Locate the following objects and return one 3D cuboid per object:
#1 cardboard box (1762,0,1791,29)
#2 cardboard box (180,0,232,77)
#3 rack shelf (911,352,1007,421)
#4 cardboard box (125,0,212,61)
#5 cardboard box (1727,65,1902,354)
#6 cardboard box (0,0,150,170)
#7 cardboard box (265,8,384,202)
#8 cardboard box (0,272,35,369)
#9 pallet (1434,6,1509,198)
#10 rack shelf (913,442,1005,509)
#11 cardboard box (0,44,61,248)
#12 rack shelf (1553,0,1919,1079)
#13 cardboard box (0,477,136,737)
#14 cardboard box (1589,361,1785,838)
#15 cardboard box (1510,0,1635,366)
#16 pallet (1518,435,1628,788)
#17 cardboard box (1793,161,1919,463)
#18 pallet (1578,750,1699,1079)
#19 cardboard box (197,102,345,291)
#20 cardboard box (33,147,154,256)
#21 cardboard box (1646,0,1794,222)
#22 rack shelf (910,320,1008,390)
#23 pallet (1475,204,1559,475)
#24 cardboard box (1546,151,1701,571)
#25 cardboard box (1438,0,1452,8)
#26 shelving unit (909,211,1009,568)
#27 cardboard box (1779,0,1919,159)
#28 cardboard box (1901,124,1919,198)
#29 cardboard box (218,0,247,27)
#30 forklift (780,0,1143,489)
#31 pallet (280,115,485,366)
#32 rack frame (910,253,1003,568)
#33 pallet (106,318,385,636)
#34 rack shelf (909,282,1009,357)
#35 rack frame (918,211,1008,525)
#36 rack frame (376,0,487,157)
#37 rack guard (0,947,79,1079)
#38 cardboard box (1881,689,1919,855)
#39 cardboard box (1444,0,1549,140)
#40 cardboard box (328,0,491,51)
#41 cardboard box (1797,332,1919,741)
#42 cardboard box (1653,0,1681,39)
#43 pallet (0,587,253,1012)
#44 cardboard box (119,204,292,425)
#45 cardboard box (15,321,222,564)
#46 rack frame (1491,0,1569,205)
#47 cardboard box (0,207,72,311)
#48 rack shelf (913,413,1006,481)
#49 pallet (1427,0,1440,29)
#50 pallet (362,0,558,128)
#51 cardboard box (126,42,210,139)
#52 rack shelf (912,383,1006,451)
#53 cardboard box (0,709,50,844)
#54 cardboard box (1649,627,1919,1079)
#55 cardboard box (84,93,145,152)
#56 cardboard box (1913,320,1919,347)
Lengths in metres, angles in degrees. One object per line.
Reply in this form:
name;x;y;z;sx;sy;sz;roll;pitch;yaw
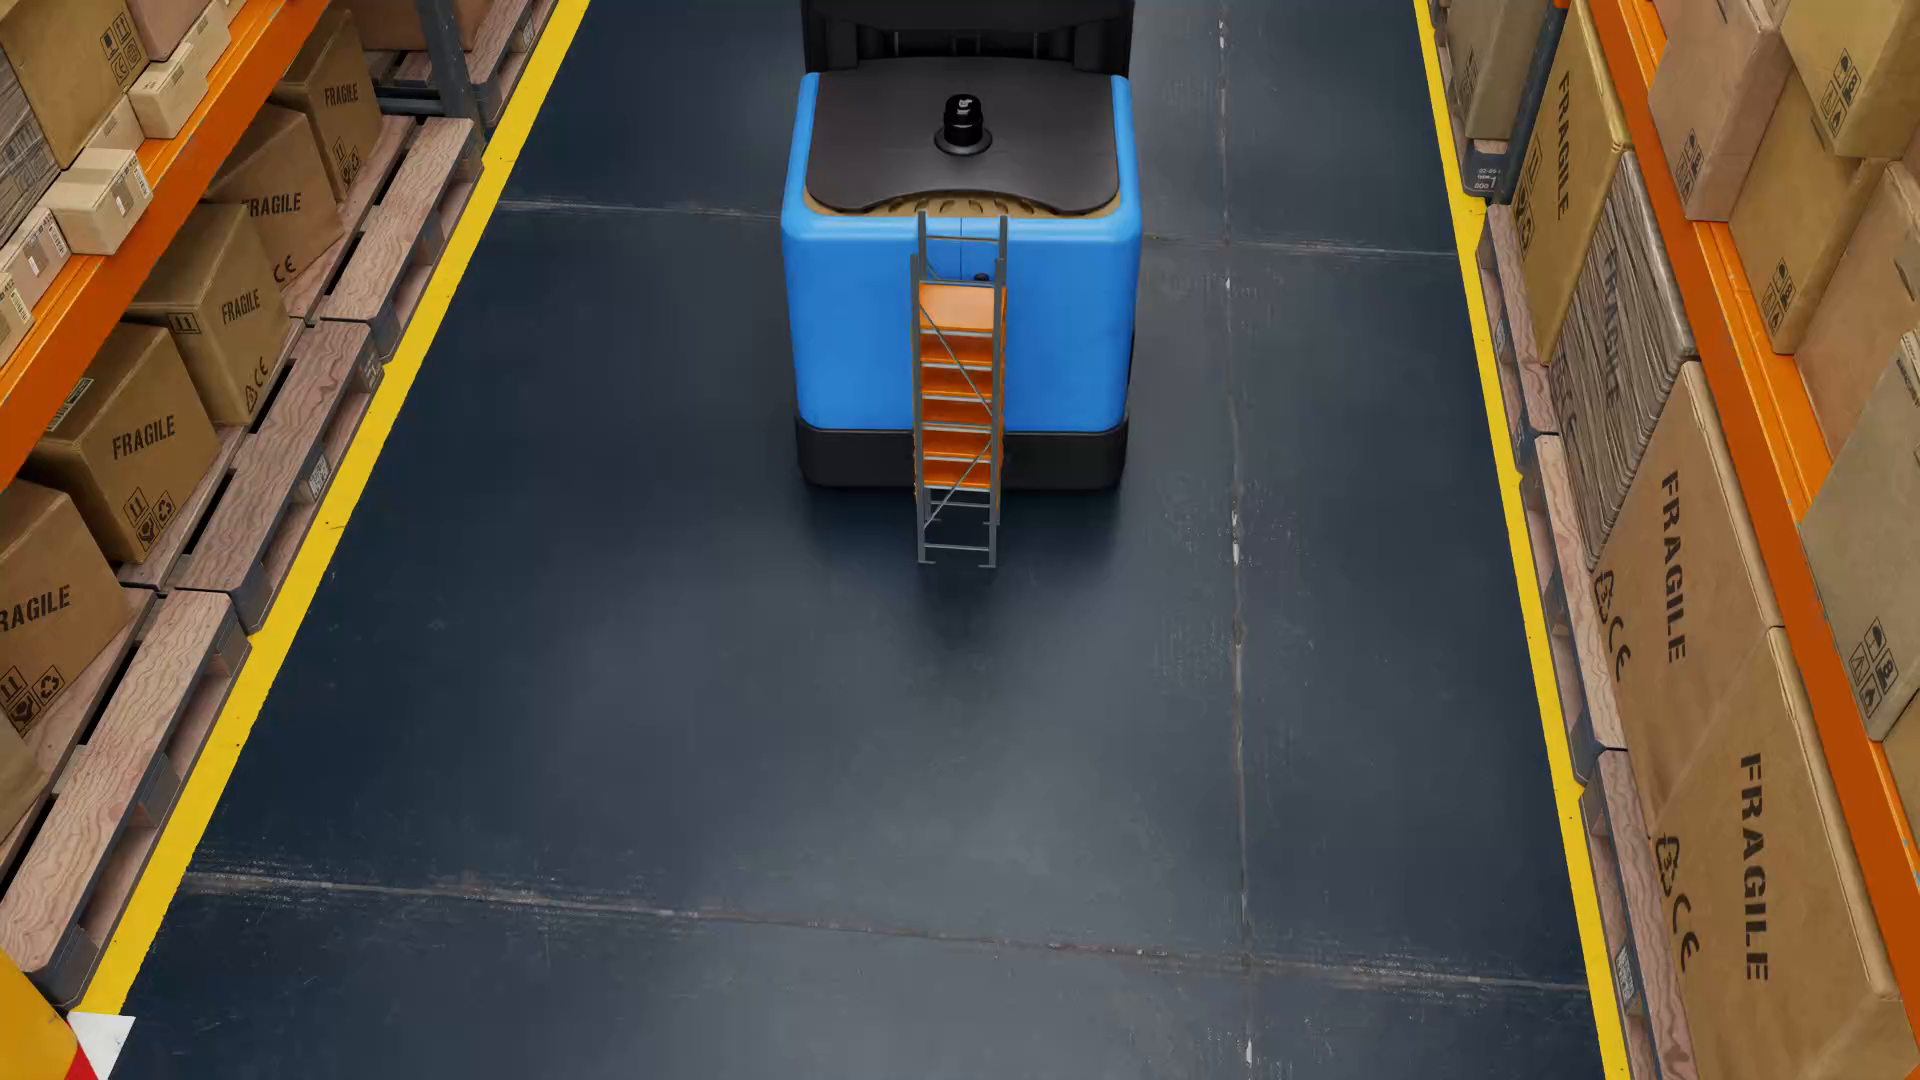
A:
cardboard box;2.331;-1.531;3.784;0.875;0.550;0.550;4;48;4
cardboard box;-2.301;-1.414;4.681;0.380;0.149;0.250;4;48;4
rack shelf;-0.001;-0.445;4.742;0.258;0.103;0.180;4;48;4
cardboard box;-2.539;-1.660;4.466;0.875;0.500;0.500;4;48;4
cardboard box;2.355;-0.772;3.821;0.875;0.550;0.500;4;48;4
cardboard box;-2.626;-1.295;4.133;0.875;0.500;0.500;4;48;4
cardboard box;-2.487;-1.599;6.089;0.500;0.500;0.500;3;48;2
cardboard box;-2.400;-0.494;3.840;0.380;0.149;0.250;4;48;4
pallet;2.515;-1.815;6.767;1.003;0.211;1.213;4;48;4
rack shelf;-0.001;-0.202;5.007;0.258;0.103;0.180;4;48;4
cardboard box;-2.683;-0.929;3.797;0.875;0.500;0.500;4;48;4
rack shelf;2.337;-0.471;4.136;1.077;0.370;4.000;4;48;4
cardboard box;-2.681;0.150;4.489;0.500;0.500;0.500;15;49;14
cardboard box;2.229;0.181;4.207;0.875;0.875;0.875;3;48;3
cardboard box;2.393;-1.151;5.425;0.875;0.875;0.875;5;48;4
pallet;2.264;0.210;4.915;1.003;0.211;1.213;4;48;4
cardboard box;2.348;-0.380;3.463;0.875;0.550;0.550;4;48;4
pallet;2.150;1.104;4.097;1.003;0.211;1.213;4;48;4
cardboard box;-2.531;-1.177;5.703;0.500;0.500;0.500;18;50;16
cardboard box;-2.278;-0.857;4.171;0.380;0.149;0.250;4;48;4
cardboard box;2.304;-1.168;4.184;0.875;0.550;0.550;4;48;4
rack shelf;-0.001;-0.526;4.653;0.258;0.103;0.180;4;48;4
pallet;2.373;-0.689;5.737;1.003;0.211;1.213;4;48;4
cardboard box;2.314;-0.488;4.819;0.875;0.875;0.875;4;48;4
cardboard box;2.578;-2.737;6.961;1.050;0.750;0.750;4;48;4
shelving unit;-0.001;-0.394;4.798;0.258;1.200;0.189;4;48;4
cardboard box;2.291;-1.141;3.427;0.875;0.550;0.500;4;48;4
cardboard box;2.372;-0.742;3.063;0.875;0.550;0.550;4;48;4
cardboard box;-2.318;-1.600;4.851;0.380;0.149;0.250;4;48;4
forklift;0.028;-2.226;5.300;1.130;2.935;3.031;1;48;1
pallet;-2.436;-1.155;6.163;1.003;0.211;1.213;4;48;4
rack frame;-0.010;-0.327;4.736;0.240;1.200;0.006;4;48;4
pallet;-2.545;-0.256;5.341;1.003;0.211;1.213;4;48;4
rack shelf;-0.001;-0.607;4.565;0.258;0.103;0.180;4;48;4
rack frame;0.007;-0.462;4.859;0.240;1.200;0.006;4;48;4
rack frame;-2.410;-2.592;5.588;1.000;3.000;0.127;4;48;4
rack guard;-2.768;1.135;3.873;1.175;0.500;0.348;4;48;4
cardboard box;2.144;0.429;2.723;0.875;0.550;0.550;4;48;4
cardboard box;2.487;-2.029;6.313;1.050;0.750;0.750;4;48;3
cardboard box;-2.333;-2.346;6.759;0.700;0.500;0.500;1;48;1
cardboard box;2.172;0.024;3.094;0.875;0.550;0.550;4;48;4
cardboard box;2.470;-1.557;4.540;0.875;0.550;0.550;4;48;4
pallet;-2.659;0.638;4.523;1.003;0.211;1.213;4;48;4
cardboard box;-2.510;-0.716;5.281;0.500;0.500;0.500;0;48;0
cardboard box;-2.605;-0.309;4.909;0.500;0.500;0.500;8;48;7
rack frame;2.520;-2.184;5.215;1.000;3.000;0.127;4;48;4
cardboard box;-2.404;-0.680;4.009;0.380;0.149;0.250;4;48;4
rack shelf;-0.001;-0.283;4.919;0.258;0.103;0.180;4;48;4
pallet;2.624;-2.714;7.589;1.003;0.211;1.213;4;48;4
pallet;-2.341;-2.223;7.140;1.003;0.211;1.213;4;48;4
cardboard box;-2.289;-1.228;4.510;0.380;0.149;0.250;4;48;4
rack shelf;-0.001;-0.364;4.830;0.258;0.103;0.180;4;48;4
cardboard box;-2.701;0.592;4.085;0.500;0.500;0.500;12;49;11
cardboard box;2.151;0.828;3.615;0.875;0.875;0.875;4;48;4
cardboard box;-2.388;-1.049;4.347;0.380;0.149;0.250;4;48;4
cardboard box;2.186;-0.340;2.695;0.875;0.550;0.550;4;48;4
